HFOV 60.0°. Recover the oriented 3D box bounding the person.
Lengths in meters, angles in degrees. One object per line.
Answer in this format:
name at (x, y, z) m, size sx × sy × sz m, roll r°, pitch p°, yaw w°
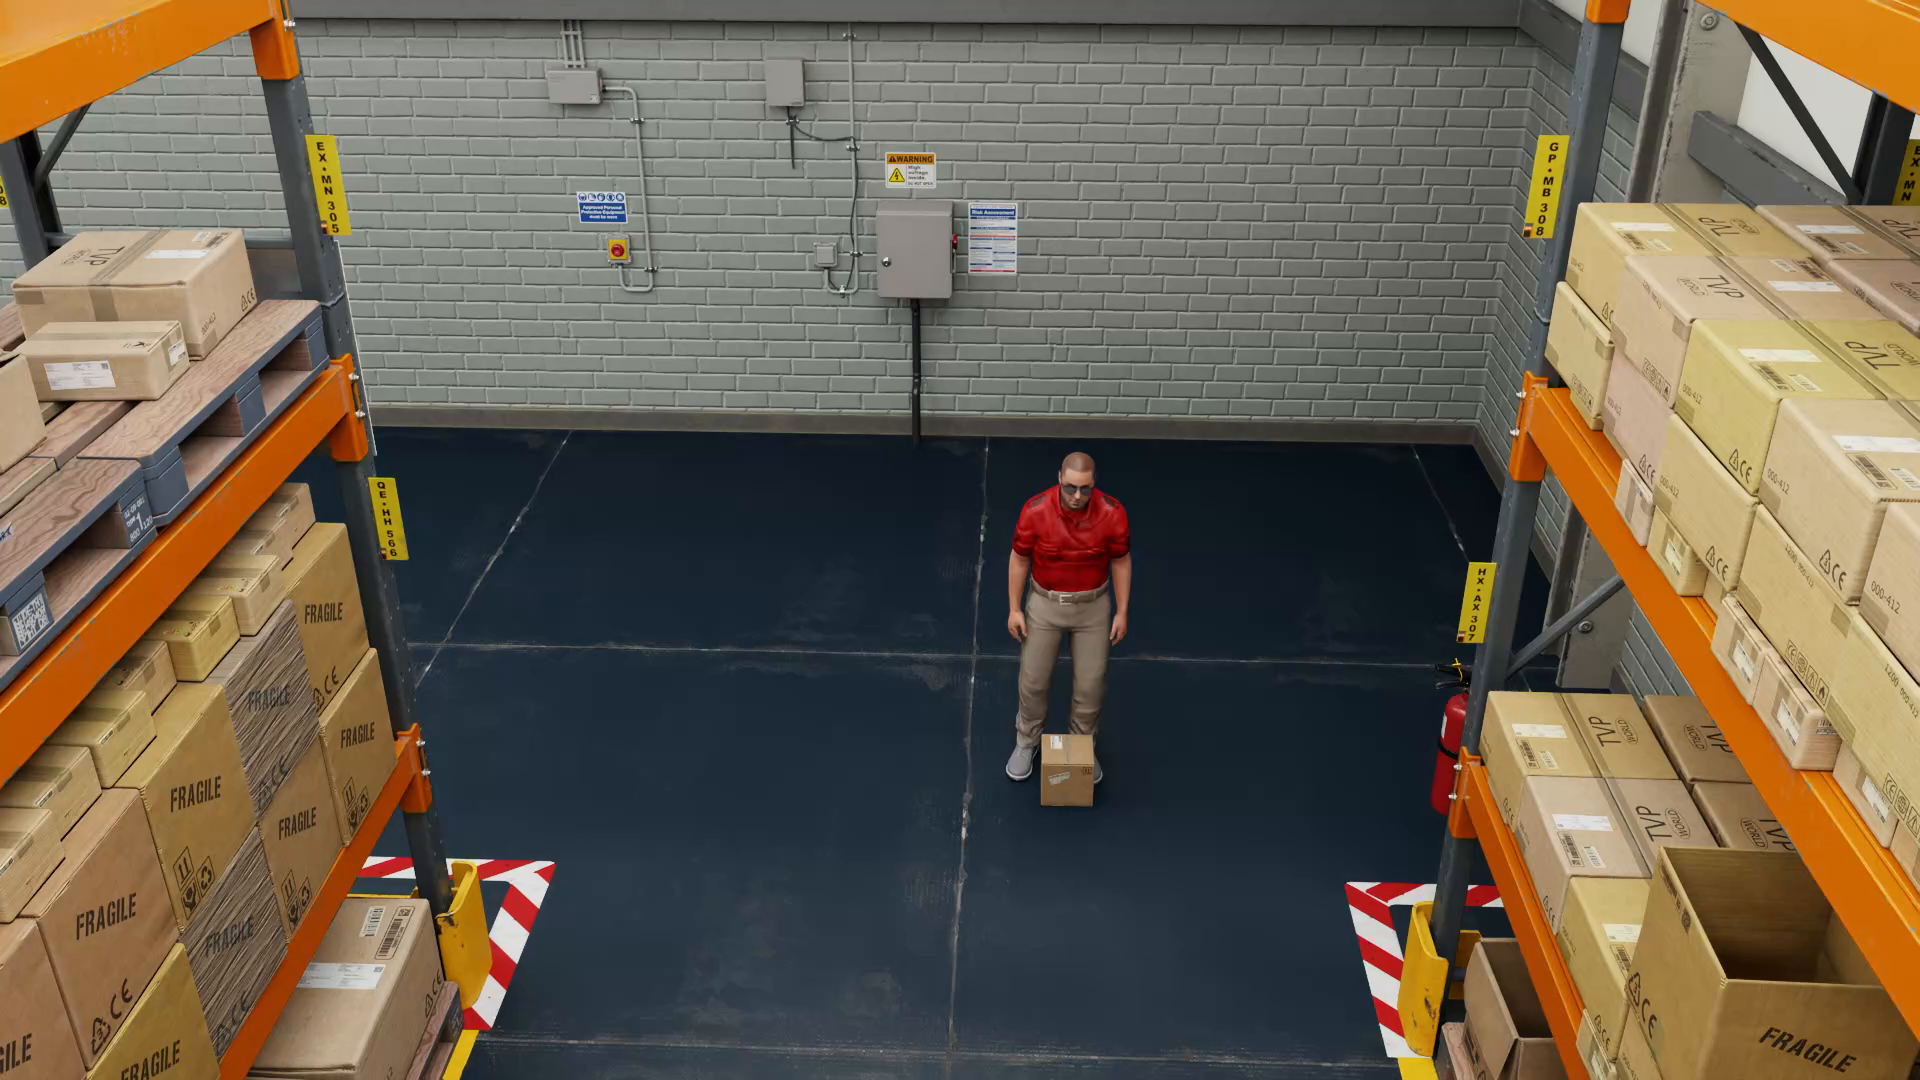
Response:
person at (0.520, 0.356, 7.959) m, size 0.585 × 1.727 × 0.422 m, roll 1°, pitch 28°, yaw 2°
